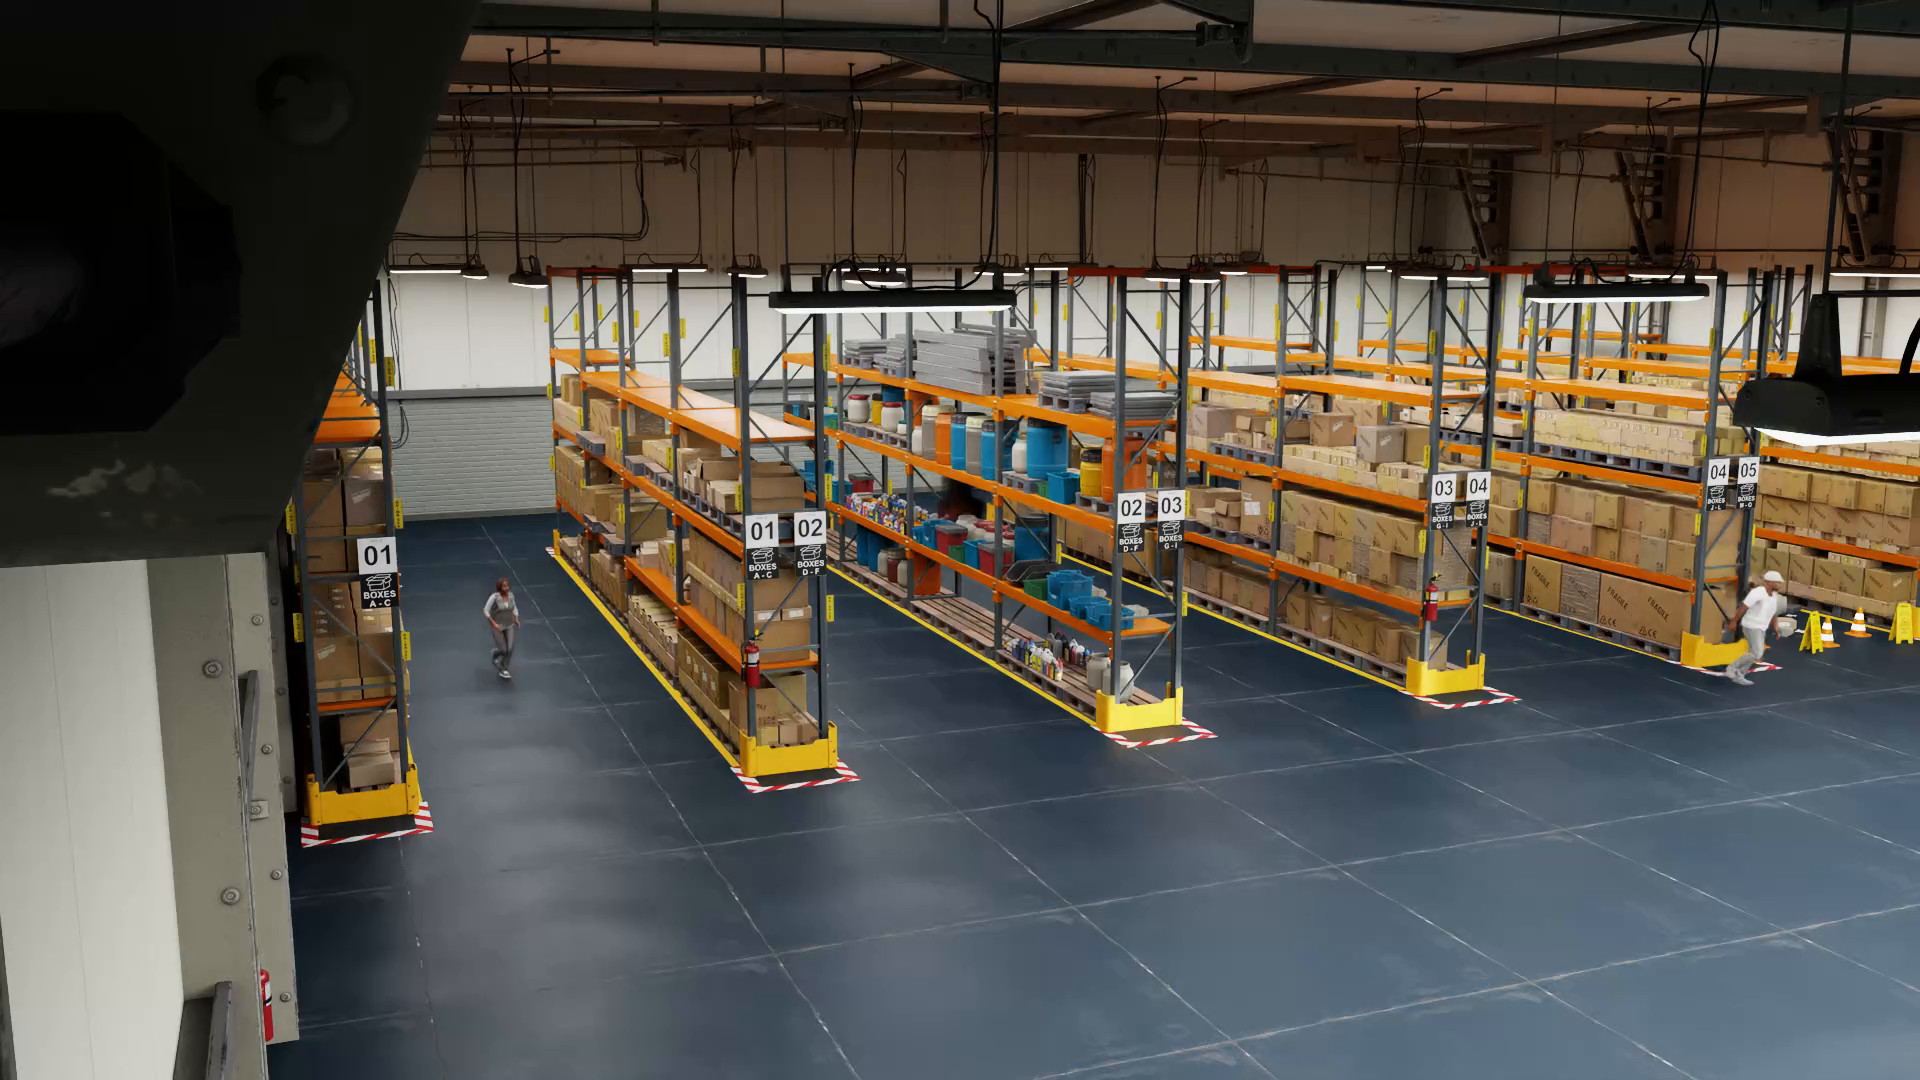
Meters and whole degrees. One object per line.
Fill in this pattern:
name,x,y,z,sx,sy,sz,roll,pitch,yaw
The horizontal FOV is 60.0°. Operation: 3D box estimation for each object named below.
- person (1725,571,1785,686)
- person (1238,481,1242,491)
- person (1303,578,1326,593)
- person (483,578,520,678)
person,11.647,1.287,24.344,0.714,1.719,0.633,-9,13,-41
person,7.630,-2.198,44.148,0.675,1.826,0.858,7,12,35
person,6.586,0.182,30.355,0.602,1.752,0.676,-1,10,-4
person,-6.855,1.302,24.829,0.539,1.527,0.581,-8,13,-39
